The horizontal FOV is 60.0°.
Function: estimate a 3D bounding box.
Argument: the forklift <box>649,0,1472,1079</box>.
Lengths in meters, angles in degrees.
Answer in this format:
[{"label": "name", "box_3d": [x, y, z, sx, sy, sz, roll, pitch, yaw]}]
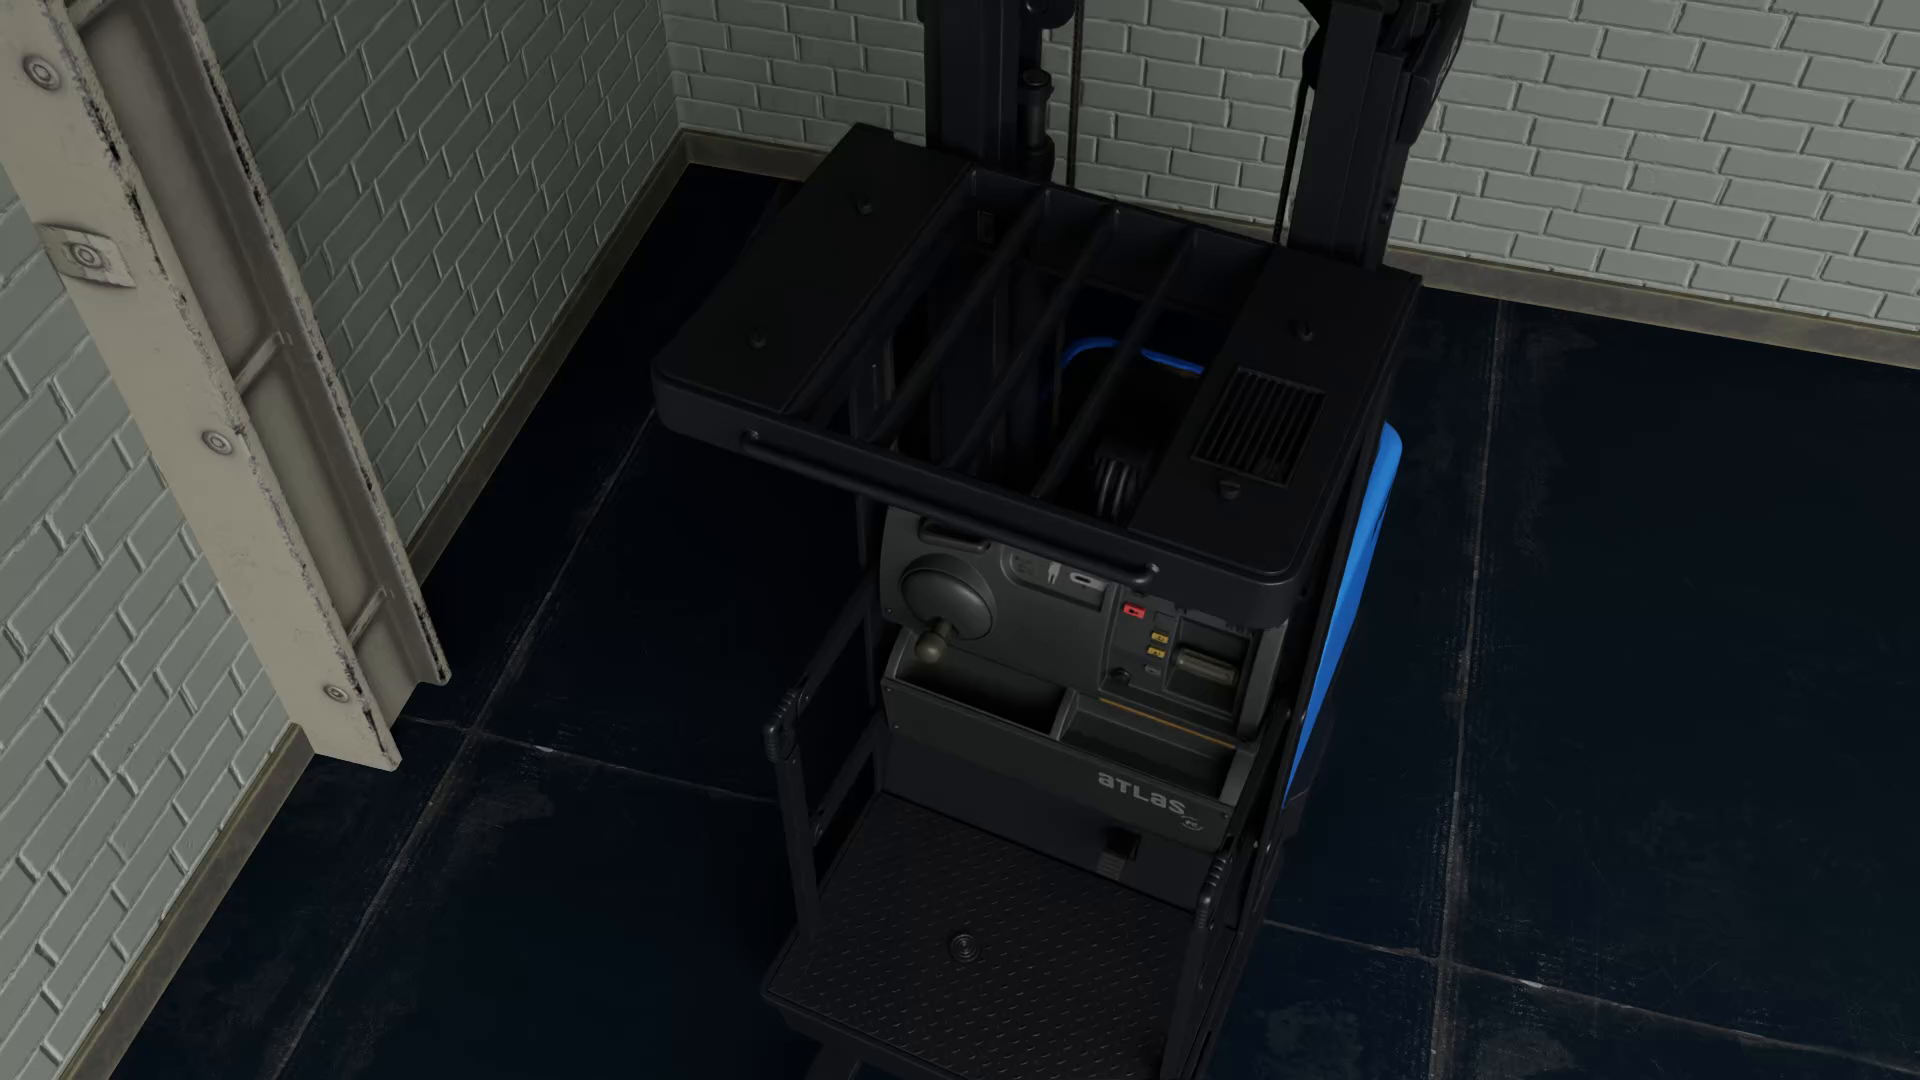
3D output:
[{"label": "forklift", "box_3d": [0.168, 0.270, 3.557, 1.130, 2.935, 3.031, 19, 51, 16]}]

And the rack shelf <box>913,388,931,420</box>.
[{"label": "rack shelf", "box_3d": [-0.002, -0.449, 5.230, 0.258, 0.077, 0.200, 12, 50, 10]}]

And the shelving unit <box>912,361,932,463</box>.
[{"label": "shelving unit", "box_3d": [-0.002, -0.292, 5.407, 0.258, 0.900, 0.210, 12, 50, 10]}]

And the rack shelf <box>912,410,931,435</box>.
[{"label": "rack shelf", "box_3d": [-0.002, -0.389, 5.297, 0.258, 0.077, 0.200, 12, 50, 10]}]

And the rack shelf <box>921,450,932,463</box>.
[{"label": "rack shelf", "box_3d": [-0.002, -0.270, 5.432, 0.258, 0.077, 0.200, 12, 50, 10]}]

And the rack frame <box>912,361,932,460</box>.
[{"label": "rack frame", "box_3d": [-0.029, -0.218, 5.343, 0.240, 0.900, 0.006, 12, 50, 10]}]

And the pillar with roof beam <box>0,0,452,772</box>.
[{"label": "pillar with roof beam", "box_3d": [2.315, -1.588, 1.149, 9.100, 9.000, 0.400, 12, 50, 10]}]

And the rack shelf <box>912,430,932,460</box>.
[{"label": "rack shelf", "box_3d": [-0.002, -0.329, 5.365, 0.258, 0.077, 0.200, 12, 50, 10]}]
